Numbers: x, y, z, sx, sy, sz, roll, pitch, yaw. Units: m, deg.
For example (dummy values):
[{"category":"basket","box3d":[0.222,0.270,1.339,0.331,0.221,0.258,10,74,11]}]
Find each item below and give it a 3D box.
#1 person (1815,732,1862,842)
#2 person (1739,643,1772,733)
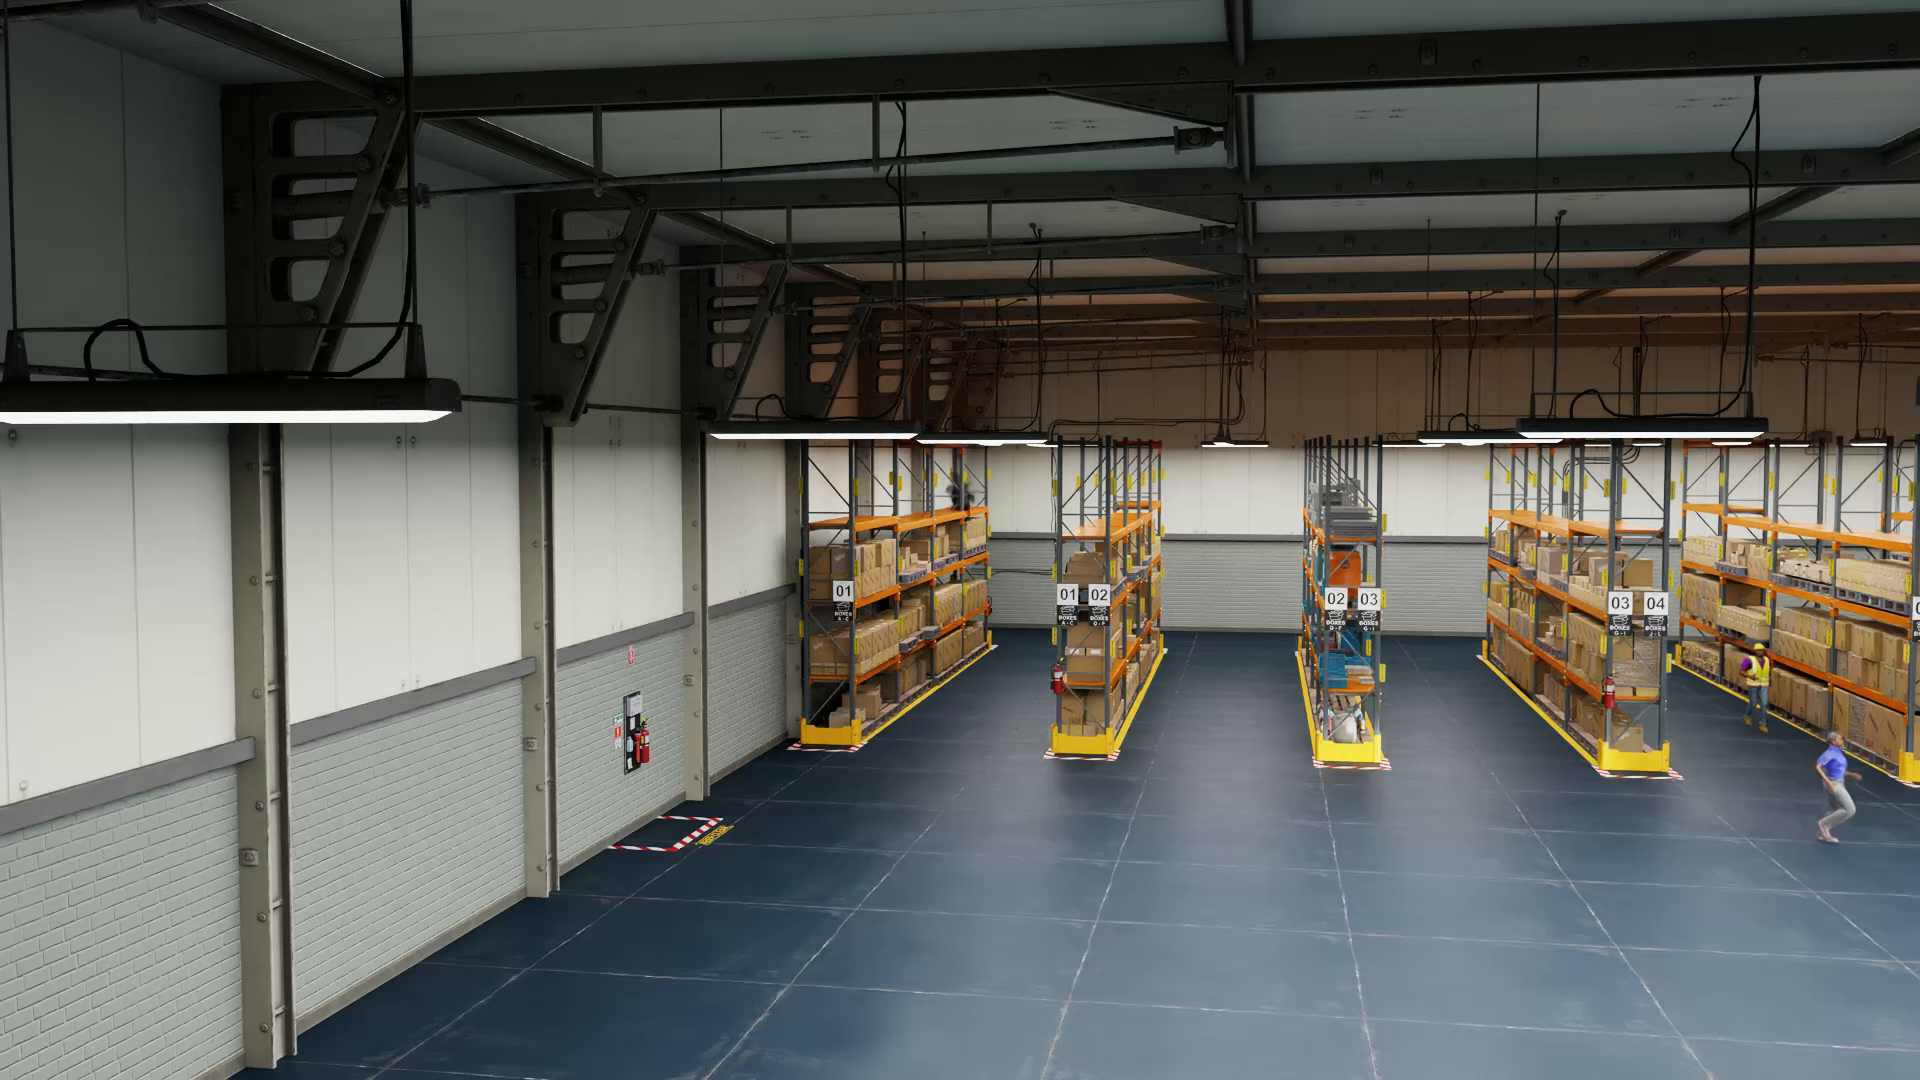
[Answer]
[{"category":"person","box3d":[12.775,3.602,24.167,0.568,1.598,0.560,2,4,36]},{"category":"person","box3d":[16.304,2.994,34.028,0.693,1.773,0.914,0,3,7]}]
